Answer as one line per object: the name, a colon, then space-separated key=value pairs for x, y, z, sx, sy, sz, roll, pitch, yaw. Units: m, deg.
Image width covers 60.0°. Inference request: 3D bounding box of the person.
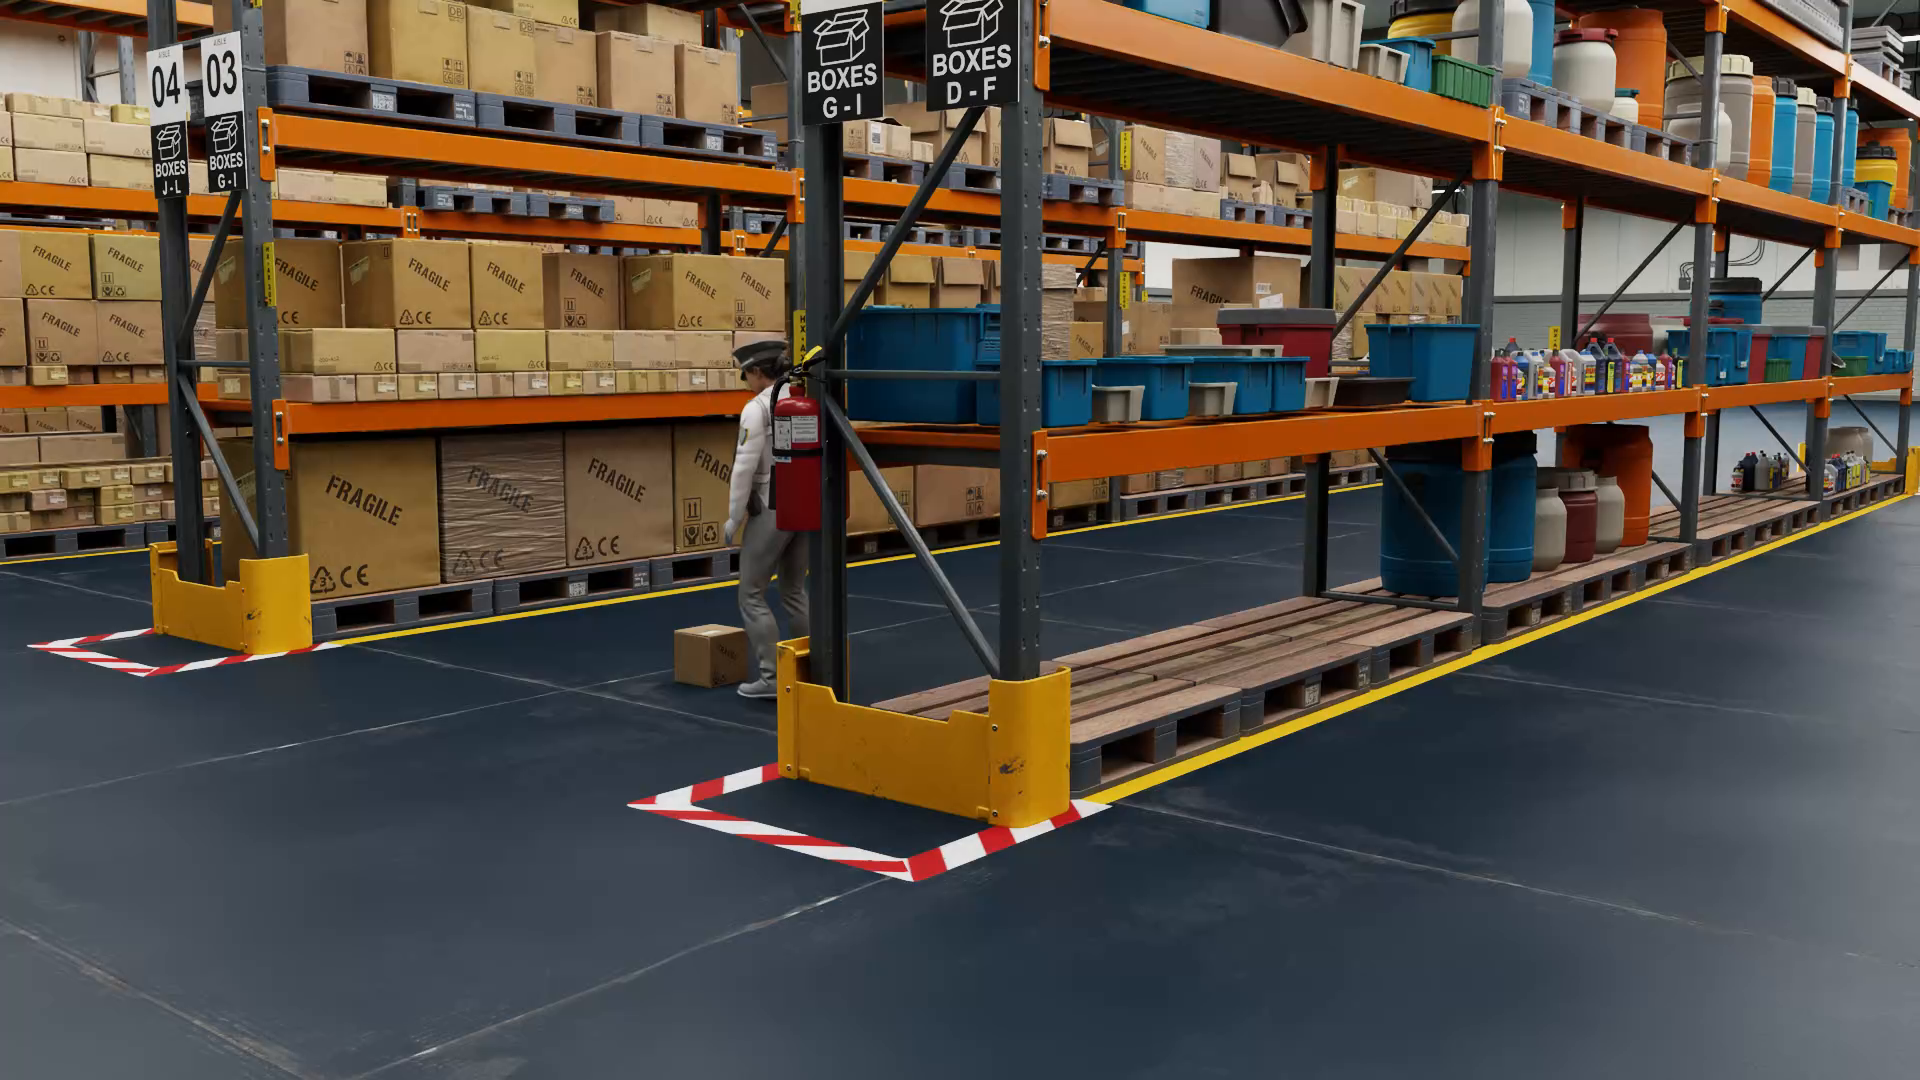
person: x=-0.854 y=-0.093 z=7.637 sx=0.396 sy=1.647 sz=0.488 roll=6 pitch=9 yaw=40
